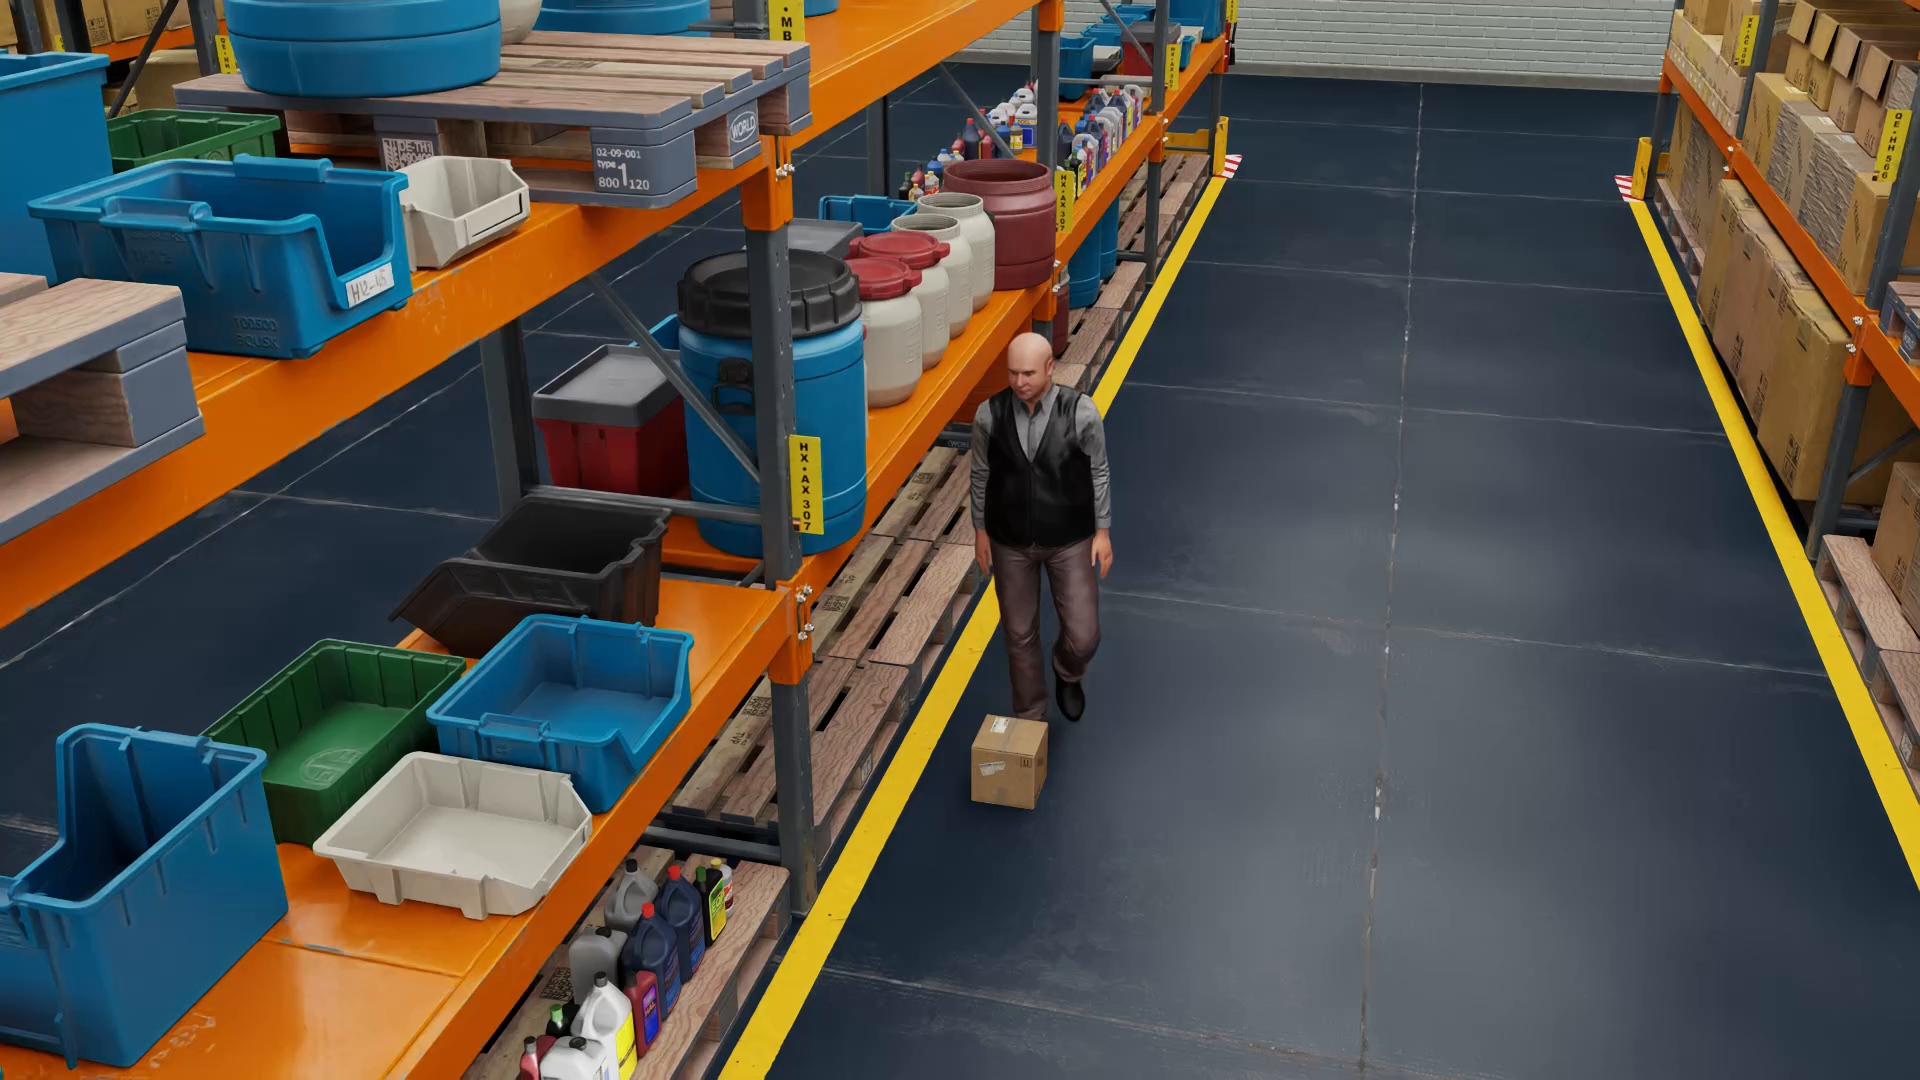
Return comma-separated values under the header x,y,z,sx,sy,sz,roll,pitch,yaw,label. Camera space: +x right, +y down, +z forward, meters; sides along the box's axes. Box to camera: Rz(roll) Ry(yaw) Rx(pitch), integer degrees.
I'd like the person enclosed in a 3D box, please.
x,y,z,sx,sy,sz,roll,pitch,yaw,label
0.304,0.035,6.558,0.584,1.711,0.551,5,26,10,person
